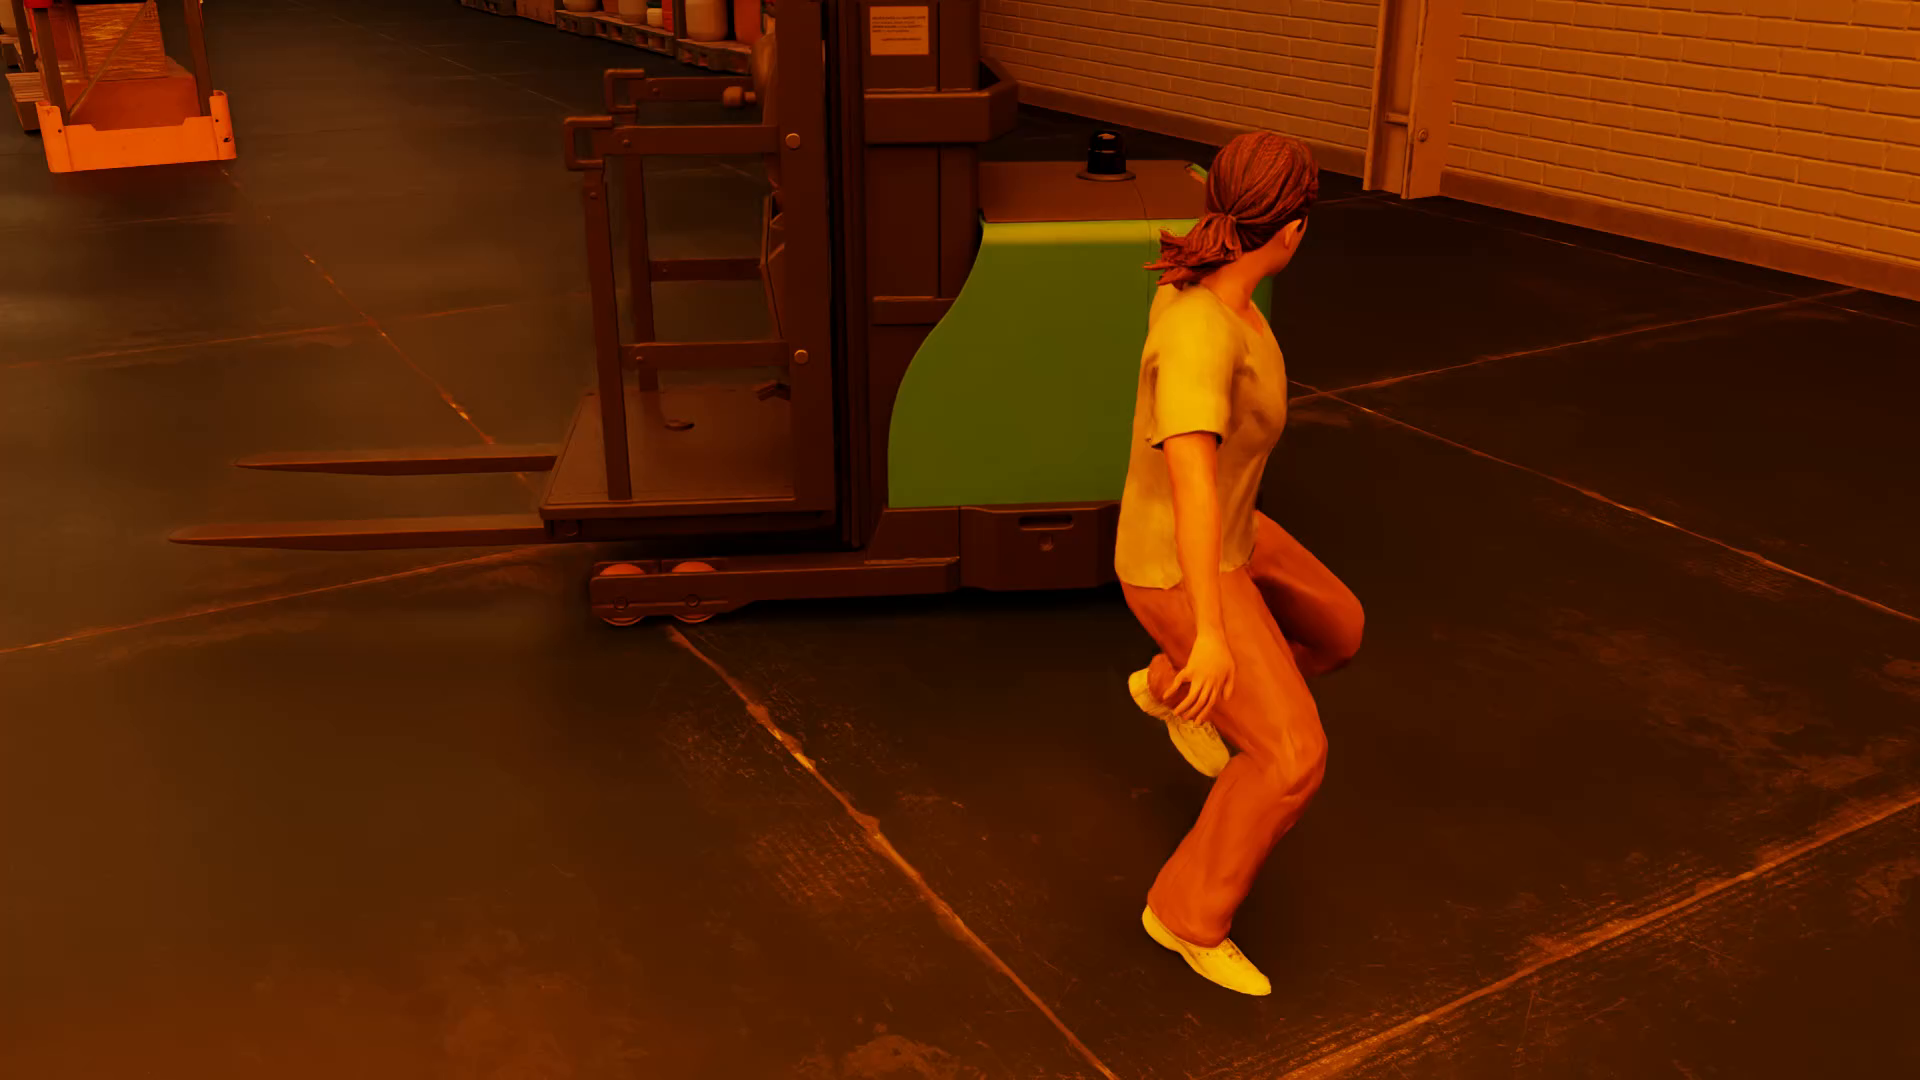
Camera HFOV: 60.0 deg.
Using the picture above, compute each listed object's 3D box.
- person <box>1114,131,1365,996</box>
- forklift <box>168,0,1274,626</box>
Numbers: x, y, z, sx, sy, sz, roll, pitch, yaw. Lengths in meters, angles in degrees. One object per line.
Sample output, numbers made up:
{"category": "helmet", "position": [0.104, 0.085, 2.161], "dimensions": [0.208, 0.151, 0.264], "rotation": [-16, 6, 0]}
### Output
{"category": "person", "position": [0.489, 0.029, 3.098], "dimensions": [0.502, 1.557, 0.972], "rotation": [7, 23, 17]}
{"category": "forklift", "position": [-0.694, -1.331, 4.517], "dimensions": [3.031, 2.935, 1.130], "rotation": [-2, 22, -5]}
